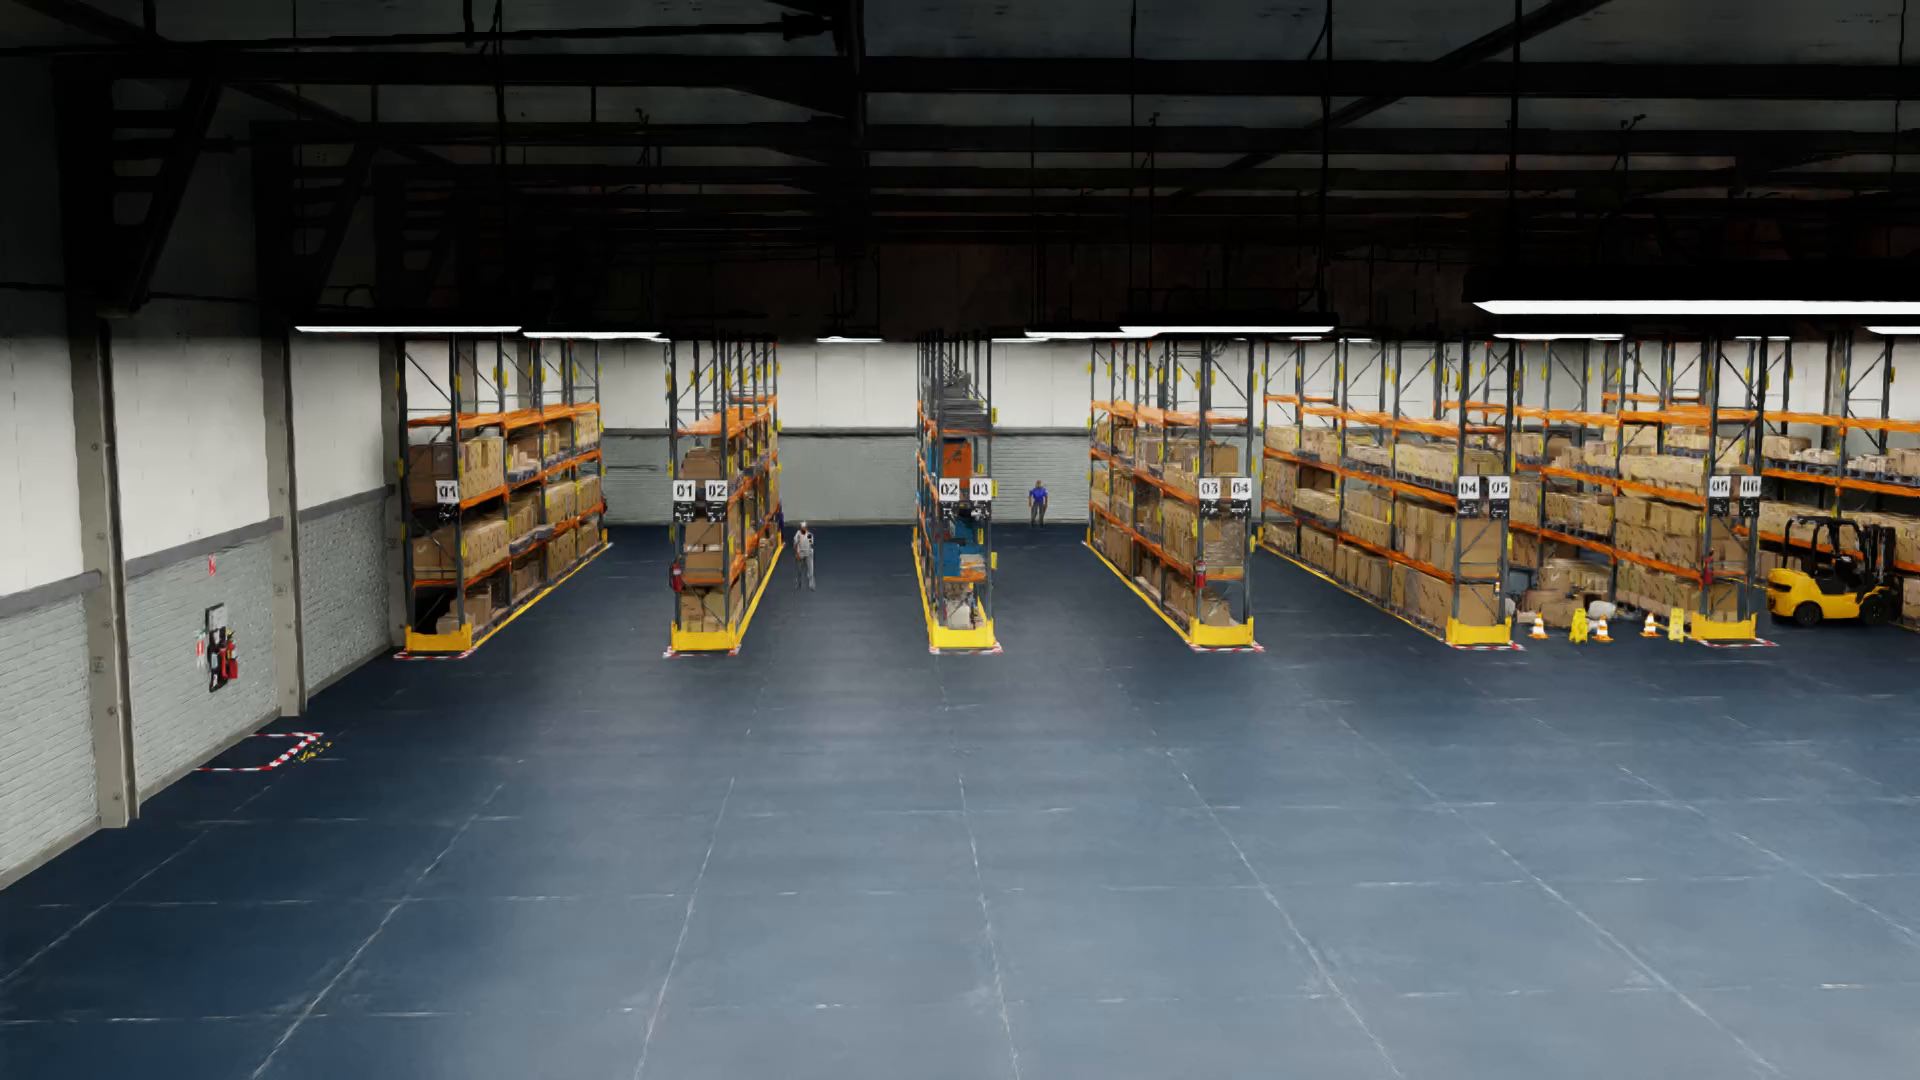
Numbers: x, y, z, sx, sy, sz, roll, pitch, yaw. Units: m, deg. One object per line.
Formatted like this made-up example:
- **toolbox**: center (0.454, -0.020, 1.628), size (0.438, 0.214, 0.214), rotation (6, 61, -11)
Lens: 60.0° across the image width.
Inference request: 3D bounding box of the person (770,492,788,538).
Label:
- **person**: center (-5.494, -0.865, 49.301), size (0.523, 1.582, 0.941), rotation (-3, 7, -25)

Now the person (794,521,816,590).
- **person**: center (-3.636, 0.348, 38.802), size (0.490, 1.598, 0.983), rotation (-1, 7, -12)

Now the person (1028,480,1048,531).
- **person**: center (2.389, -1.060, 50.882), size (0.592, 1.604, 0.513), rotation (-1, 7, -5)
